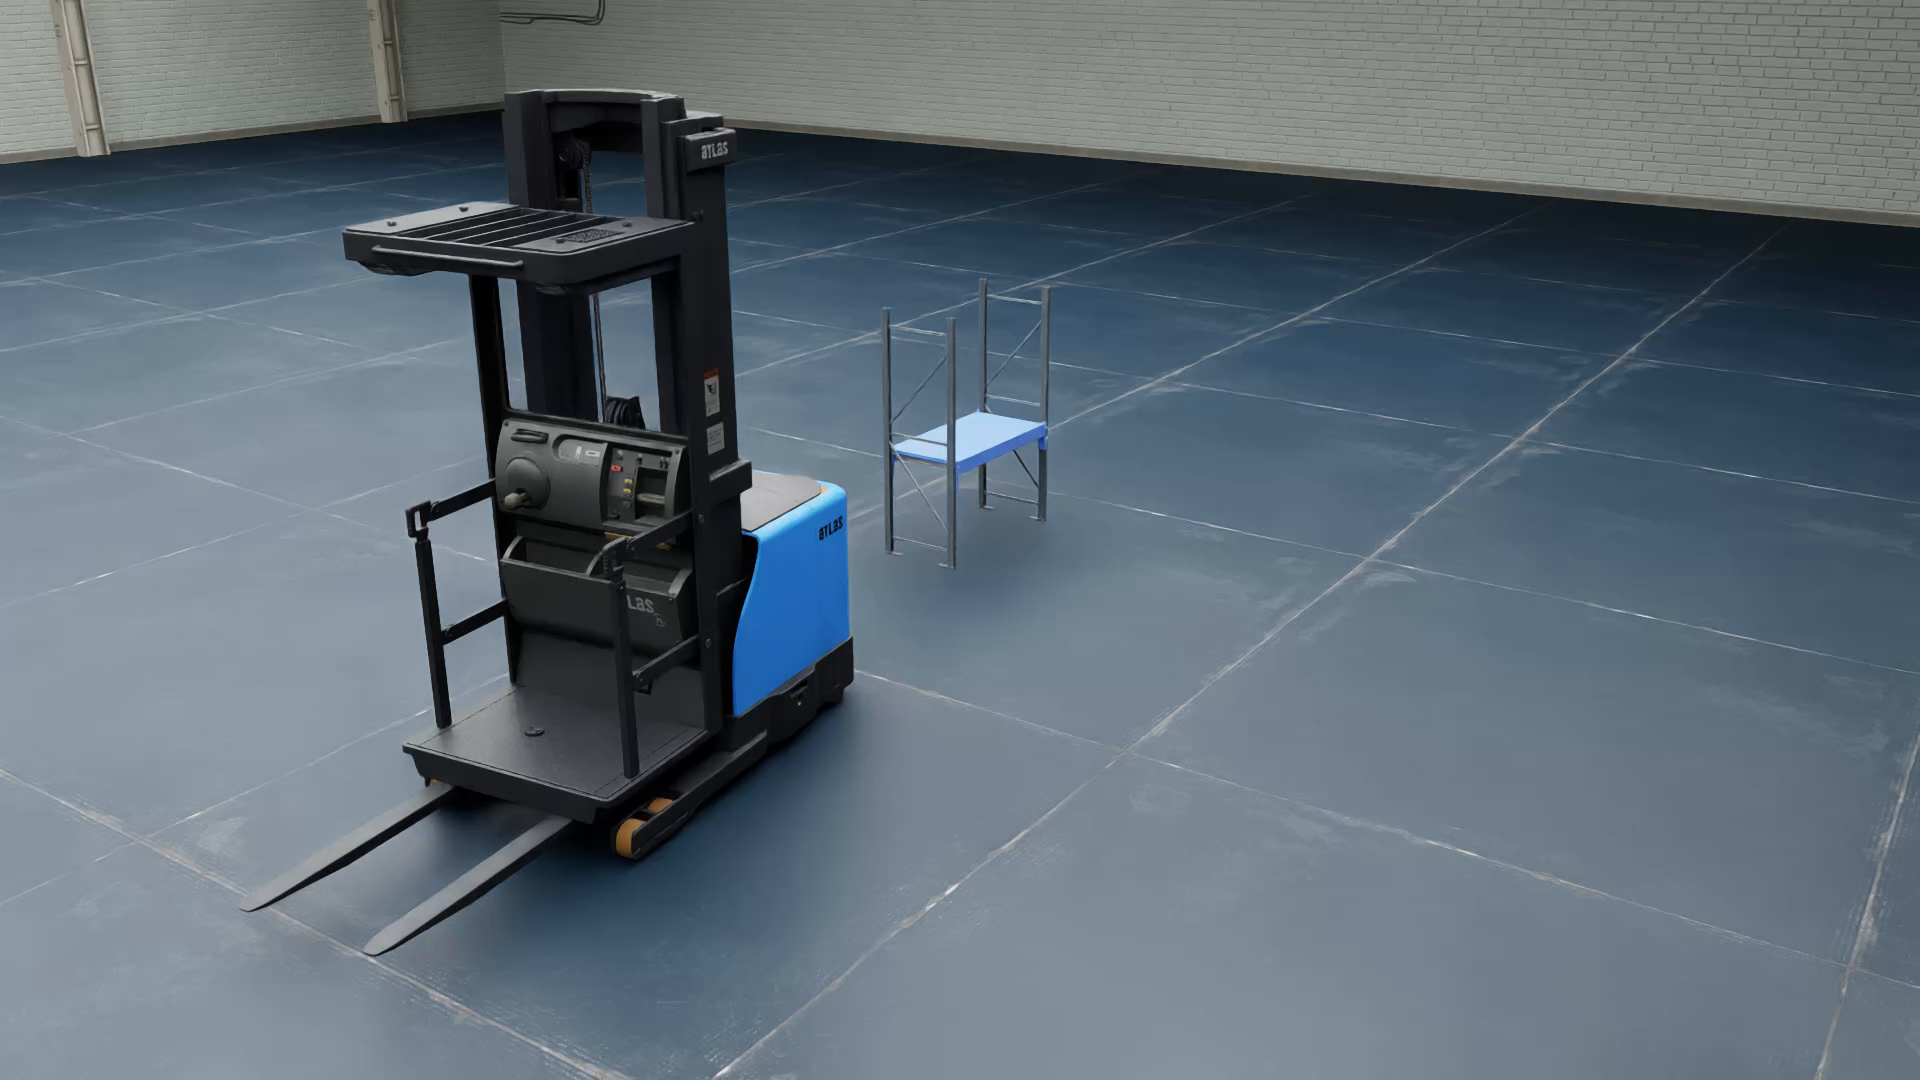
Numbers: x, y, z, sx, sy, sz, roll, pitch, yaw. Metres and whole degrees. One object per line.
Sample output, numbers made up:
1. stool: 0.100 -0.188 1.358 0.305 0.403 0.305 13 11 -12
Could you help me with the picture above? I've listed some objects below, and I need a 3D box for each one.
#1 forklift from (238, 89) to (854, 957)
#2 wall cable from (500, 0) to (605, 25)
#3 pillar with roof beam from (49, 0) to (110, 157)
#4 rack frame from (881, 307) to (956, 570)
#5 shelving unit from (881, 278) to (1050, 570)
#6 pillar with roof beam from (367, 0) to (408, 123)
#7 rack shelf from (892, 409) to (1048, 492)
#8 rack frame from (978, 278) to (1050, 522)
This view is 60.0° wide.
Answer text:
1. forklift: -1.638 -0.251 6.717 1.130 2.935 3.031 10 23 25
2. wall cable: -8.167 -11.426 32.660 3.097 2.526 0.112 13 24 32
3. pillar with roof beam: -10.729 -9.734 23.609 9.100 9.000 0.400 13 24 32
4. rack frame: -0.238 -0.582 9.677 0.500 1.500 0.032 13 24 32
5. shelving unit: 0.048 -0.728 10.071 0.538 1.500 1.048 13 24 32
6. pillar with roof beam: -7.356 -11.456 28.263 9.100 9.000 0.400 13 24 32
7. rack shelf: 0.048 -0.559 10.133 0.538 0.185 1.000 13 24 32
8. rack frame: 0.334 -0.874 10.465 0.500 1.500 0.032 13 24 32
